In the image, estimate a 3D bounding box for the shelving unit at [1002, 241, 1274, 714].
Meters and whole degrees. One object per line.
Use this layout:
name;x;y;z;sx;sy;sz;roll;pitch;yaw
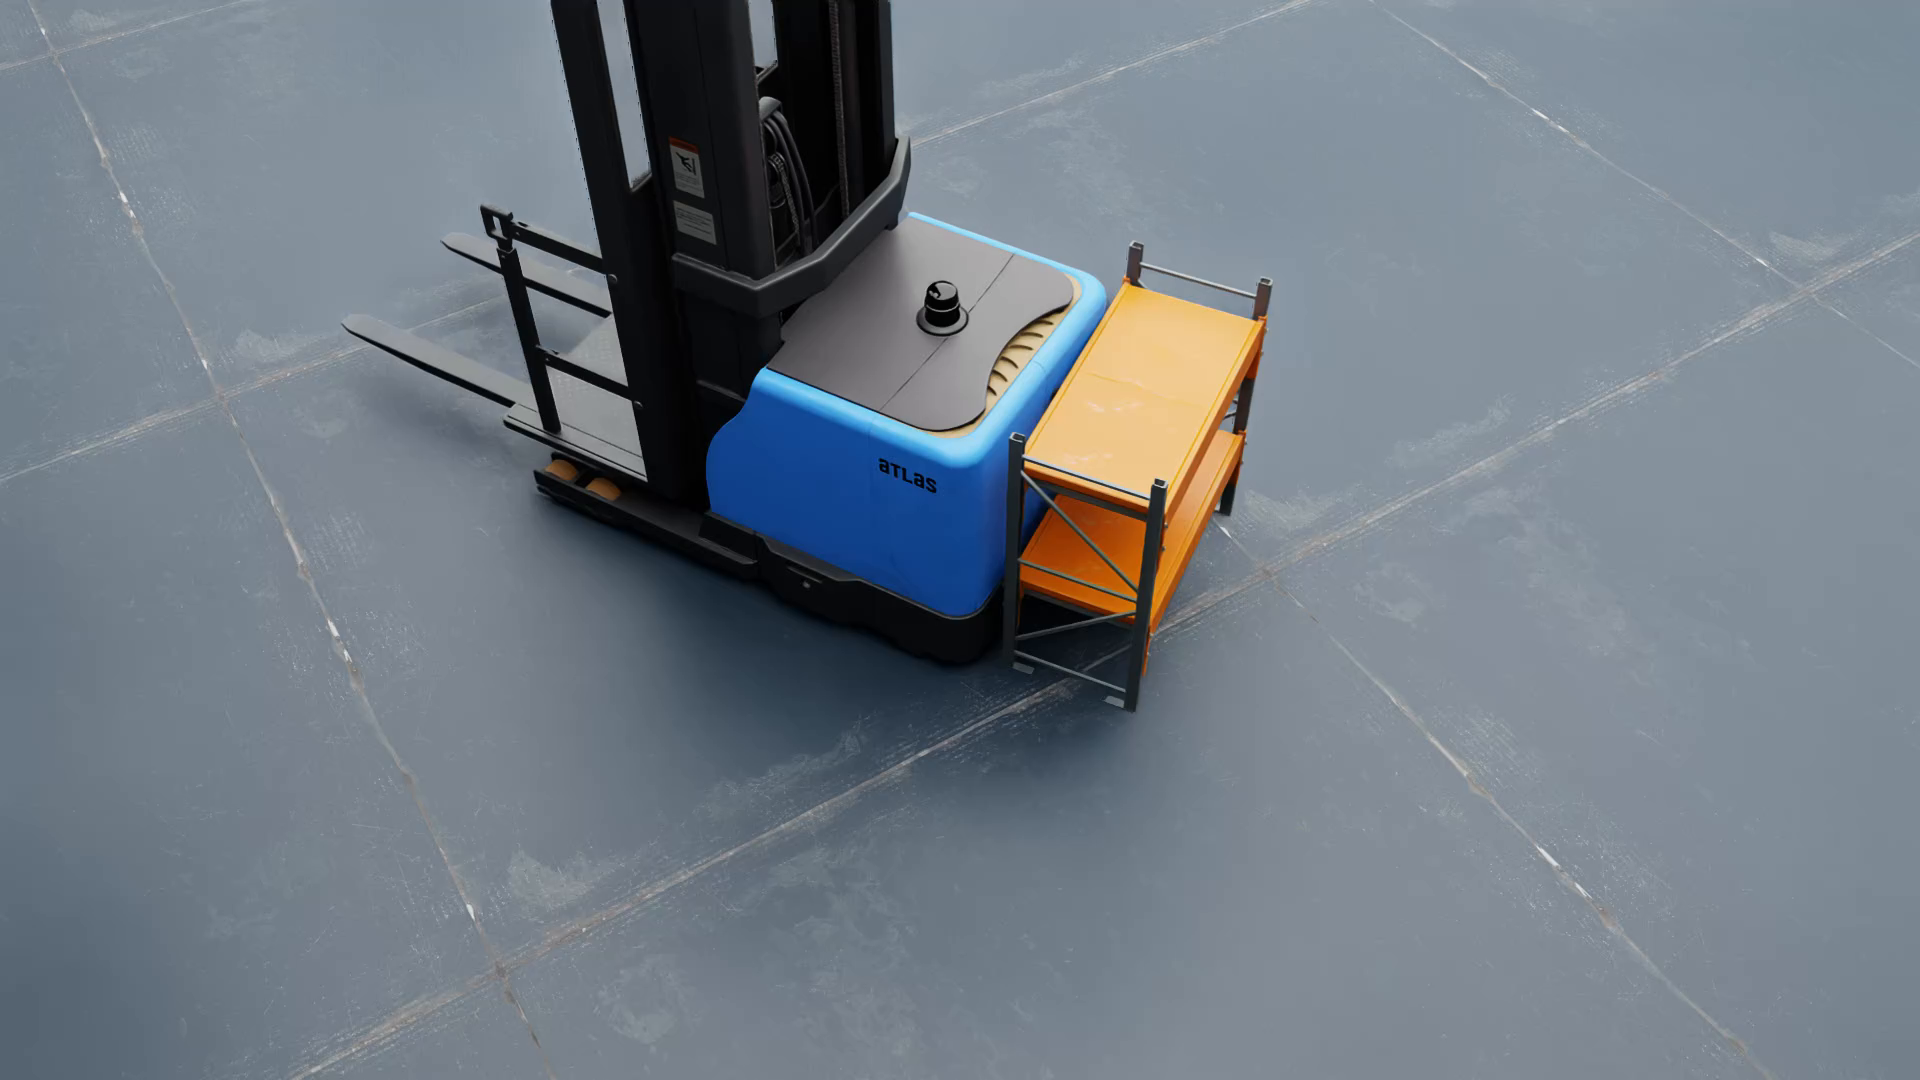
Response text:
shelving unit;0.594;-0.211;5.684;0.538;1.125;1.048;19;51;16

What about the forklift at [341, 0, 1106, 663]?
forklift;-1.029;-1.368;5.506;3.031;2.935;1.130;23;52;19

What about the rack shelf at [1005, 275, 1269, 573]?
rack shelf;0.594;-0.405;5.466;0.538;0.278;1.000;19;51;16

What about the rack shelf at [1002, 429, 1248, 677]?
rack shelf;0.594;-0.048;5.867;0.538;0.278;1.000;19;51;16

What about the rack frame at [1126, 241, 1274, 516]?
rack frame;0.806;-0.555;5.991;0.500;1.125;0.032;19;51;16

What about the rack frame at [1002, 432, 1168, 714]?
rack frame;0.381;0.134;5.377;0.500;1.125;0.032;19;51;16
